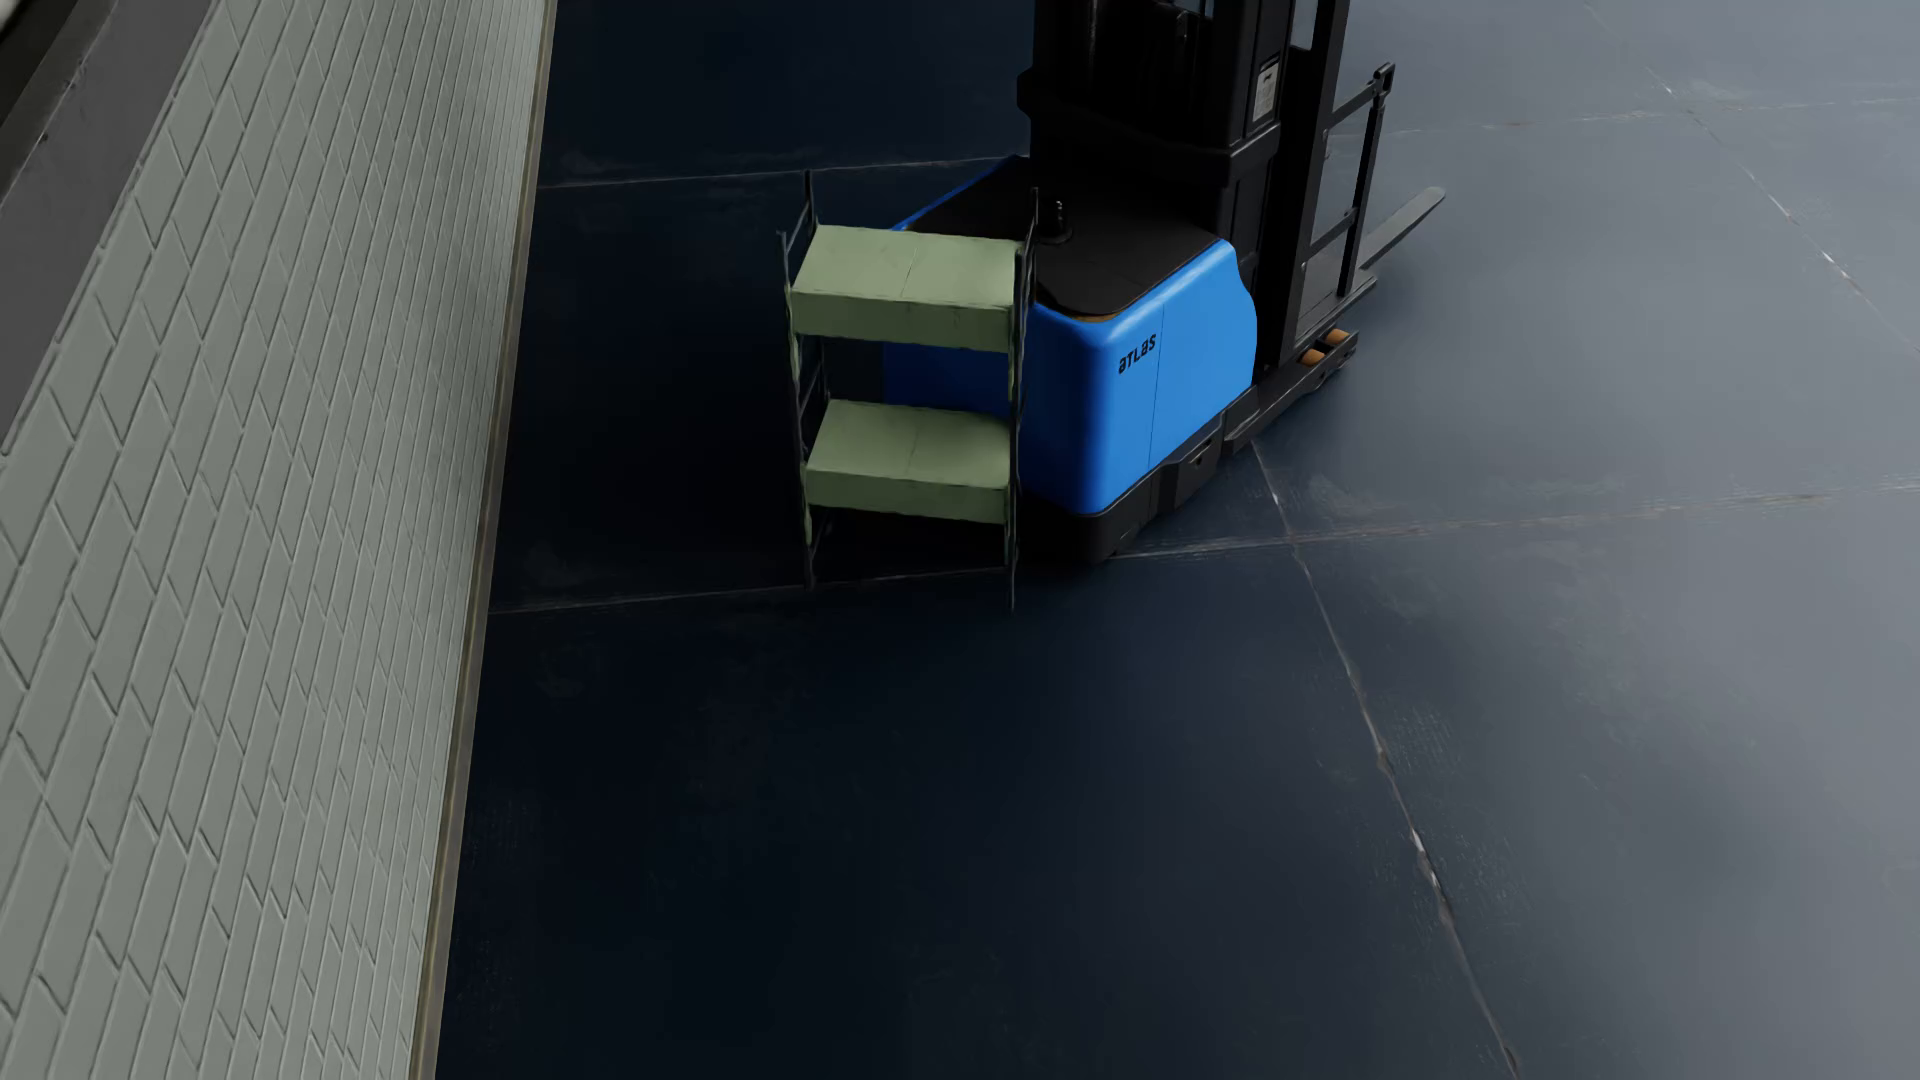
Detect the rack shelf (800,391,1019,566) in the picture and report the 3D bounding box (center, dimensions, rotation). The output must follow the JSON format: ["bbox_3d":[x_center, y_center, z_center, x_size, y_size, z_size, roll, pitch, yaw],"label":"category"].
[{"bbox_3d":[-0.156,-0.219,5.859,0.720,0.370,0.431,6,42,7],"label":"rack shelf"}]

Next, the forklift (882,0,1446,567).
[{"bbox_3d":[1.028,-1.910,6.179,1.130,2.935,3.031,29,50,28],"label":"forklift"}]

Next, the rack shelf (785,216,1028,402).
[{"bbox_3d":[-0.156,-0.751,5.380,0.720,0.370,0.431,6,42,7],"label":"rack shelf"}]

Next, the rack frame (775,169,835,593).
[{"bbox_3d":[-0.517,-0.499,5.684,0.023,1.500,0.400,6,42,7],"label":"rack frame"}]

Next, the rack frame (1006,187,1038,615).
[{"bbox_3d":[0.206,-0.423,5.598,0.023,1.500,0.400,6,42,7],"label":"rack frame"}]

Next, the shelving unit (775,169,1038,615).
[{"bbox_3d":[-0.156,-0.461,5.641,0.755,1.500,0.431,6,42,7],"label":"shelving unit"}]
